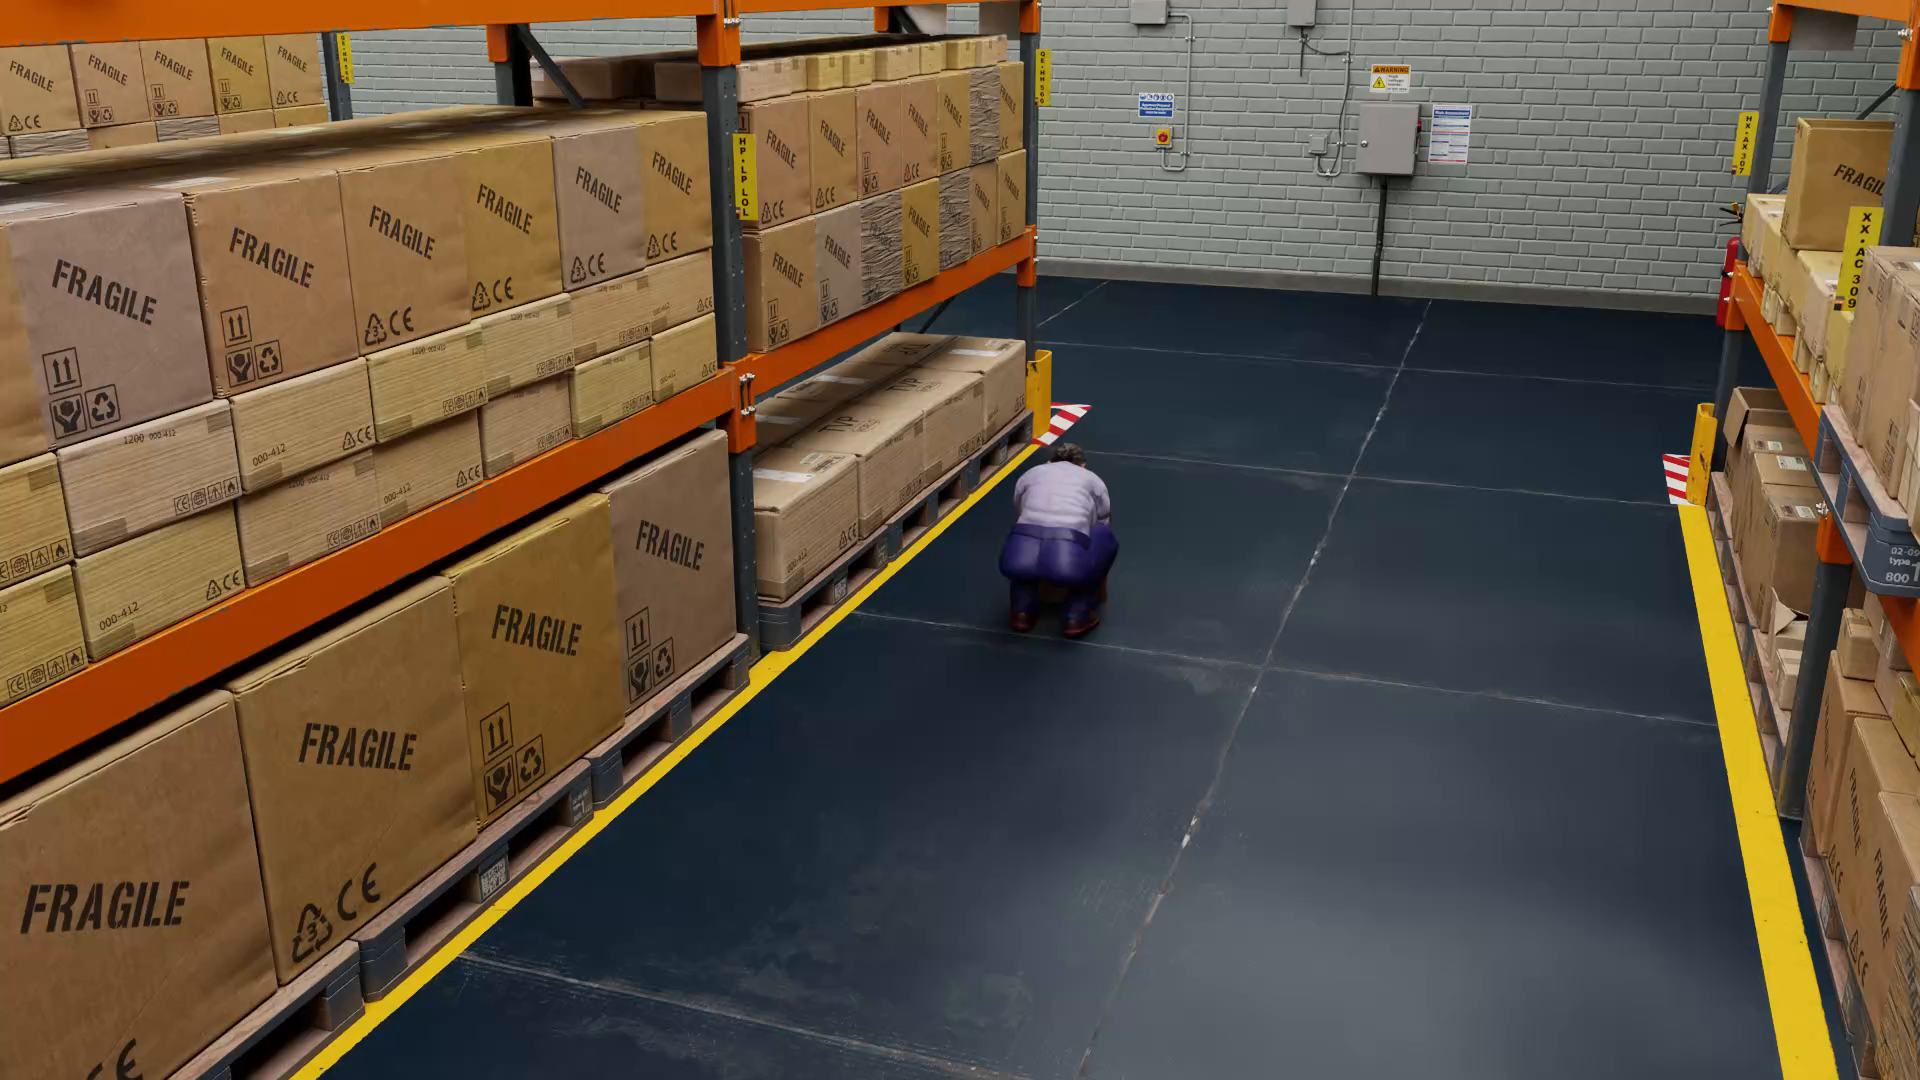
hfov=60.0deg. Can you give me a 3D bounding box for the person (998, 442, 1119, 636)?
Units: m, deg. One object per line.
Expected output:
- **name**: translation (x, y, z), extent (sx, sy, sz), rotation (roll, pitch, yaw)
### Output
- **person**: translation (0.445, 0.035, 7.494), extent (0.504, 0.818, 0.844), rotation (6, 20, 17)
